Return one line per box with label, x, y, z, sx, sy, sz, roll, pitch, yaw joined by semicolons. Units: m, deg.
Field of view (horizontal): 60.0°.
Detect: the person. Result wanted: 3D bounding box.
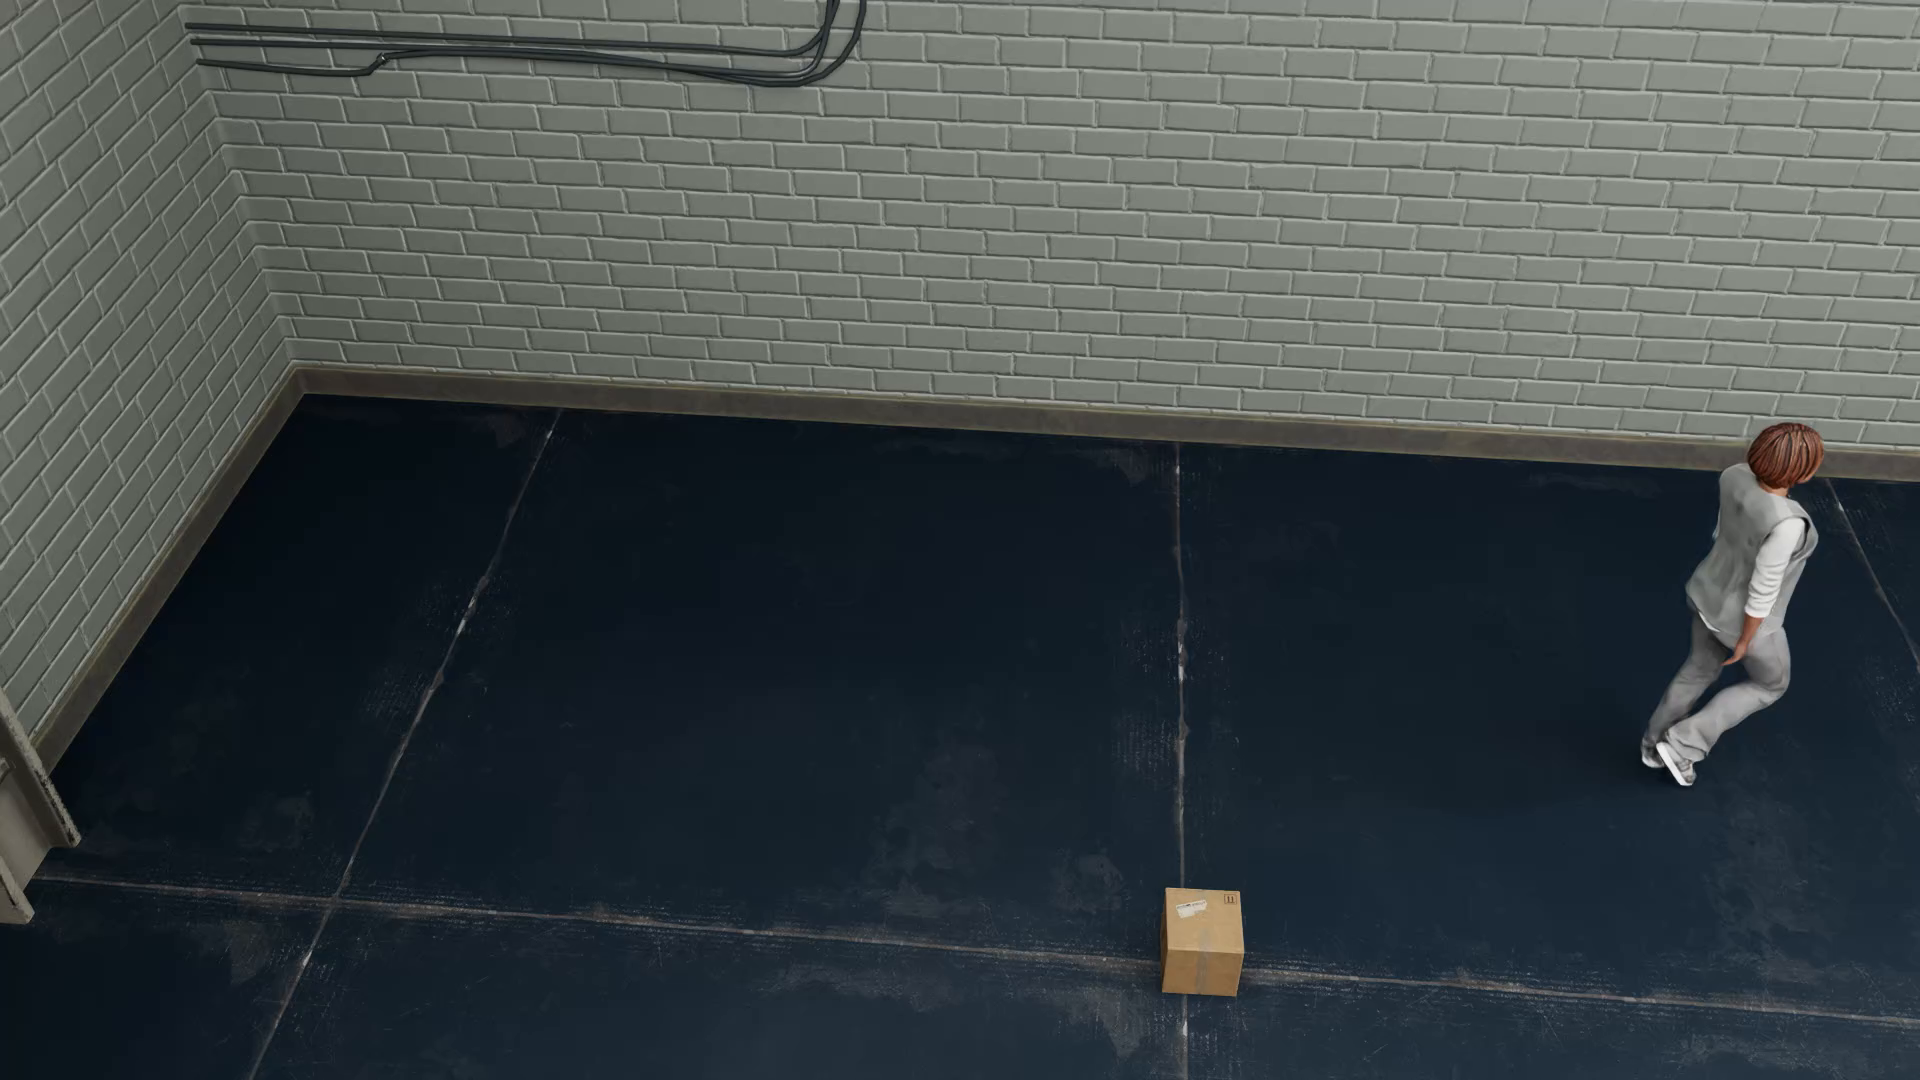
person;2.752;0.235;5.854;0.399;1.589;0.411;-8;41;-9
